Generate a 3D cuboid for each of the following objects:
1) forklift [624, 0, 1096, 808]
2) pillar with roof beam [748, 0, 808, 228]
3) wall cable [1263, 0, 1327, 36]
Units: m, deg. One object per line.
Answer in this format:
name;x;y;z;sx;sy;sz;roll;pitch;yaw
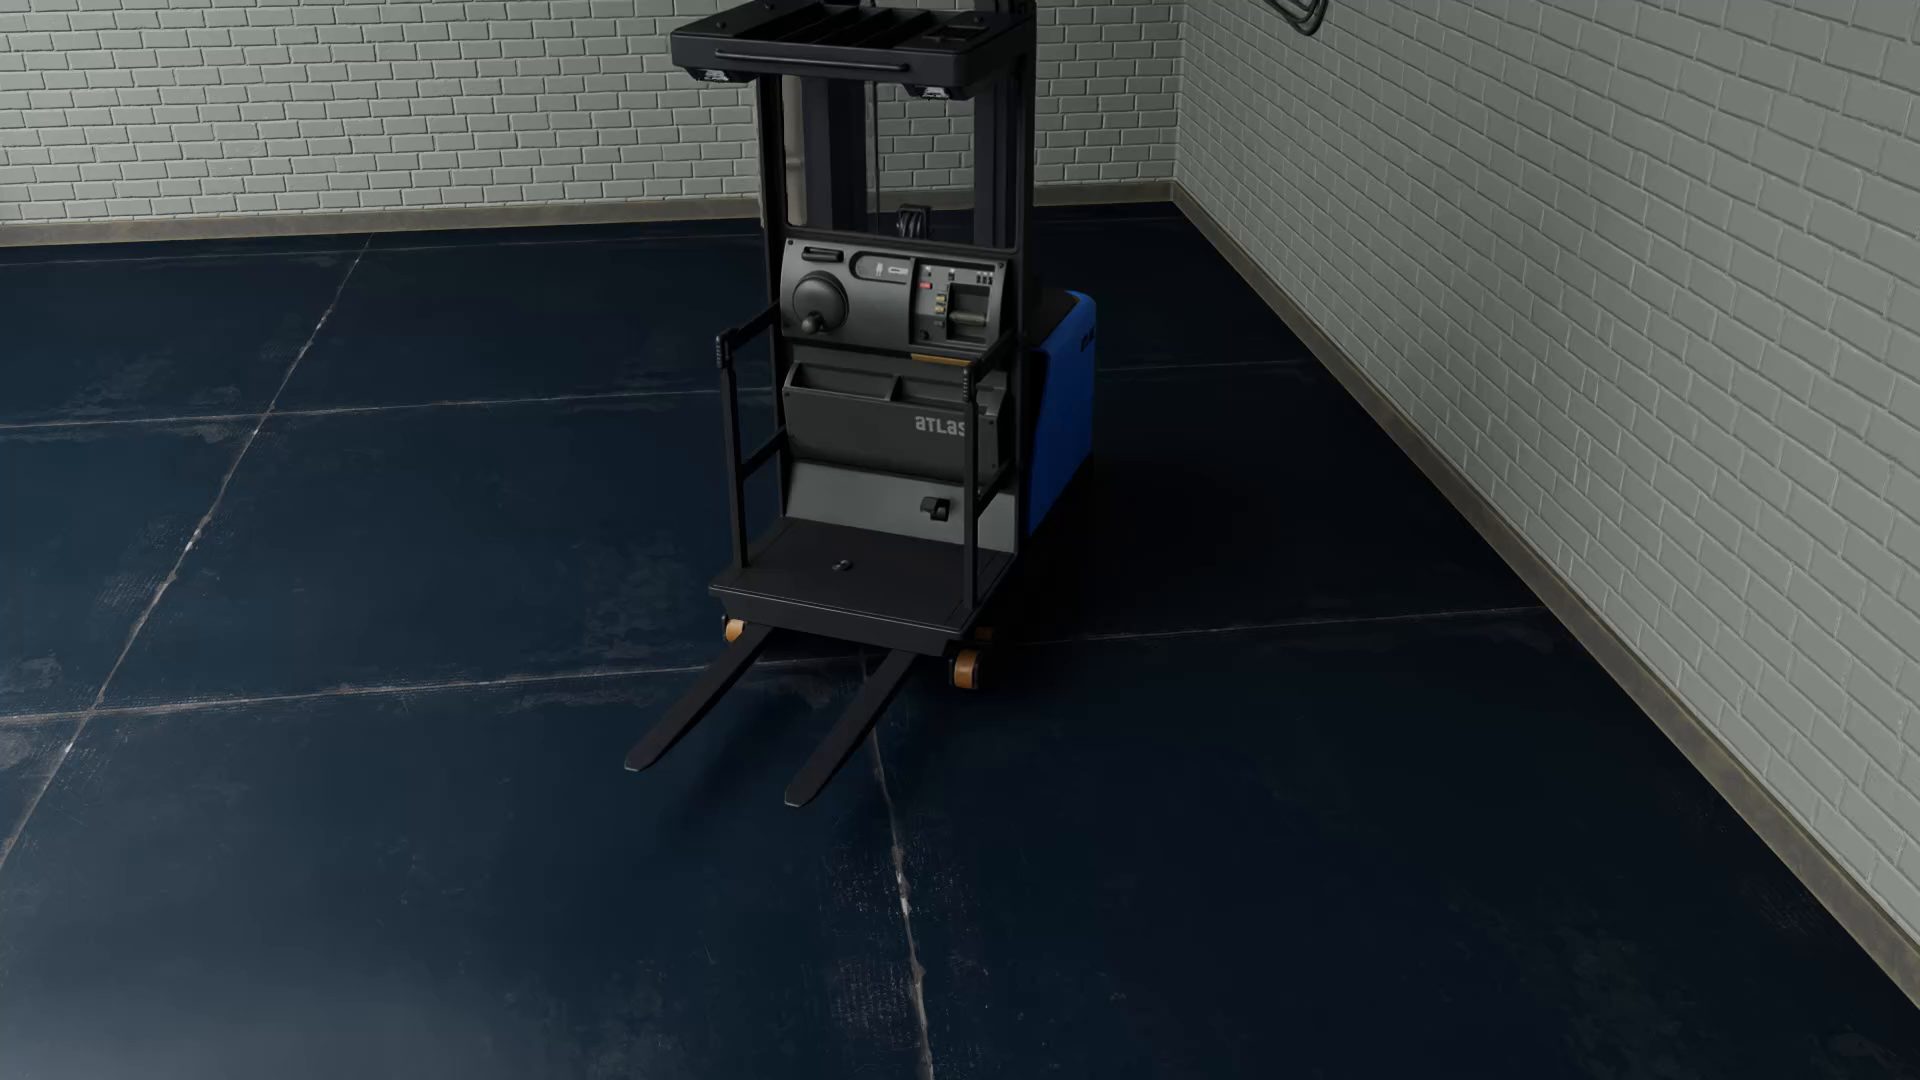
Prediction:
forklift;-0.336;-0.920;6.332;1.130;2.935;3.031;9;29;17
pillar with roof beam;-0.685;-4.437;6.540;0.400;9.000;9.100;-4;27;-7
wall cable;1.816;-4.591;10.242;0.112;2.526;3.097;-4;27;-7
